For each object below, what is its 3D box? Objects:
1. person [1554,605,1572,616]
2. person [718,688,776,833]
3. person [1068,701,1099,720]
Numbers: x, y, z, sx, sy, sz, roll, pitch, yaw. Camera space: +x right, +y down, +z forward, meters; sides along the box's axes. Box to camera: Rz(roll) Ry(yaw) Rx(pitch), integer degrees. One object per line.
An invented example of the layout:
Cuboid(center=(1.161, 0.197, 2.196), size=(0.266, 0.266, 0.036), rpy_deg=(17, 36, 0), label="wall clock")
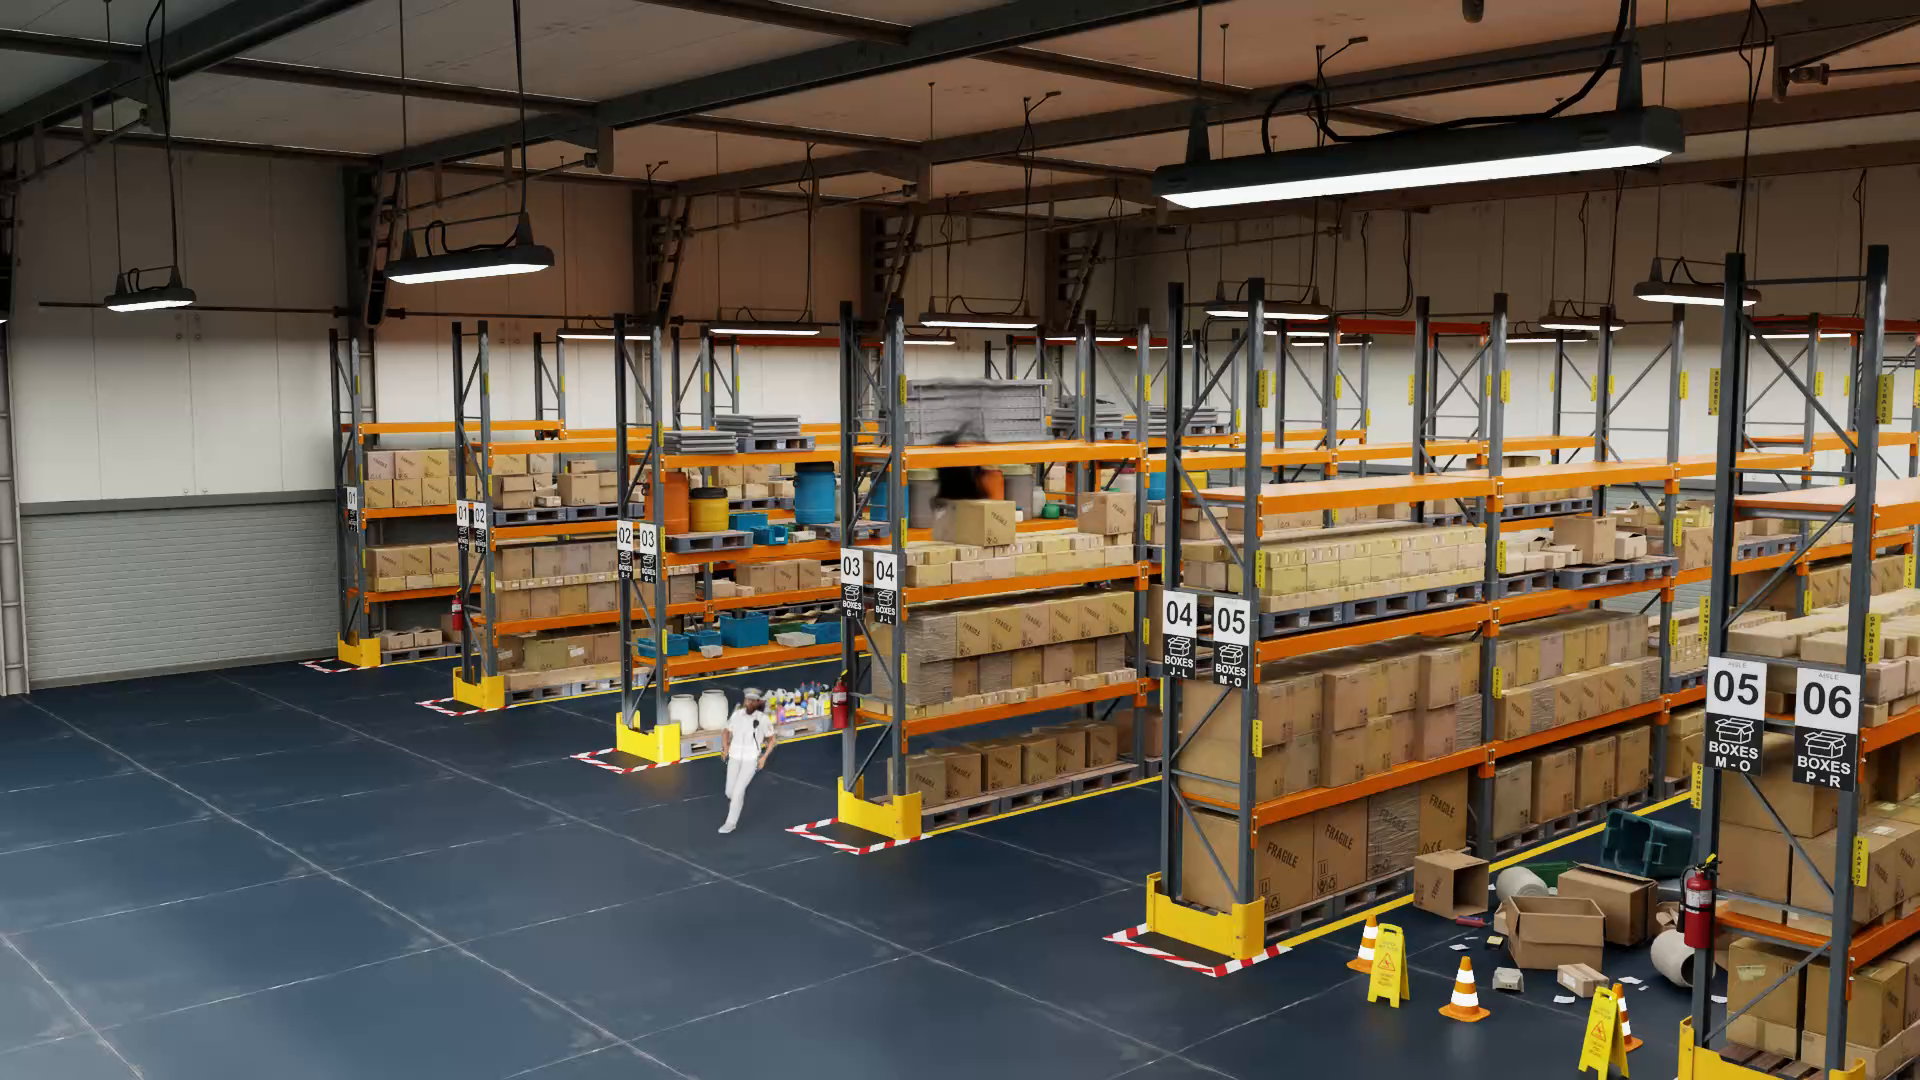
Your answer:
Cuboid(center=(9.334, 1.762, 25.775), size=(0.655, 1.743, 0.625), rpy_deg=(5, 8, 41), label="person")
Cuboid(center=(-2.418, 2.481, 18.966), size=(0.623, 1.631, 0.666), rpy_deg=(1, 6, 9), label="person")
Cuboid(center=(1.805, 1.981, 23.445), size=(0.612, 1.734, 0.656), rpy_deg=(-5, 8, -42), label="person")
